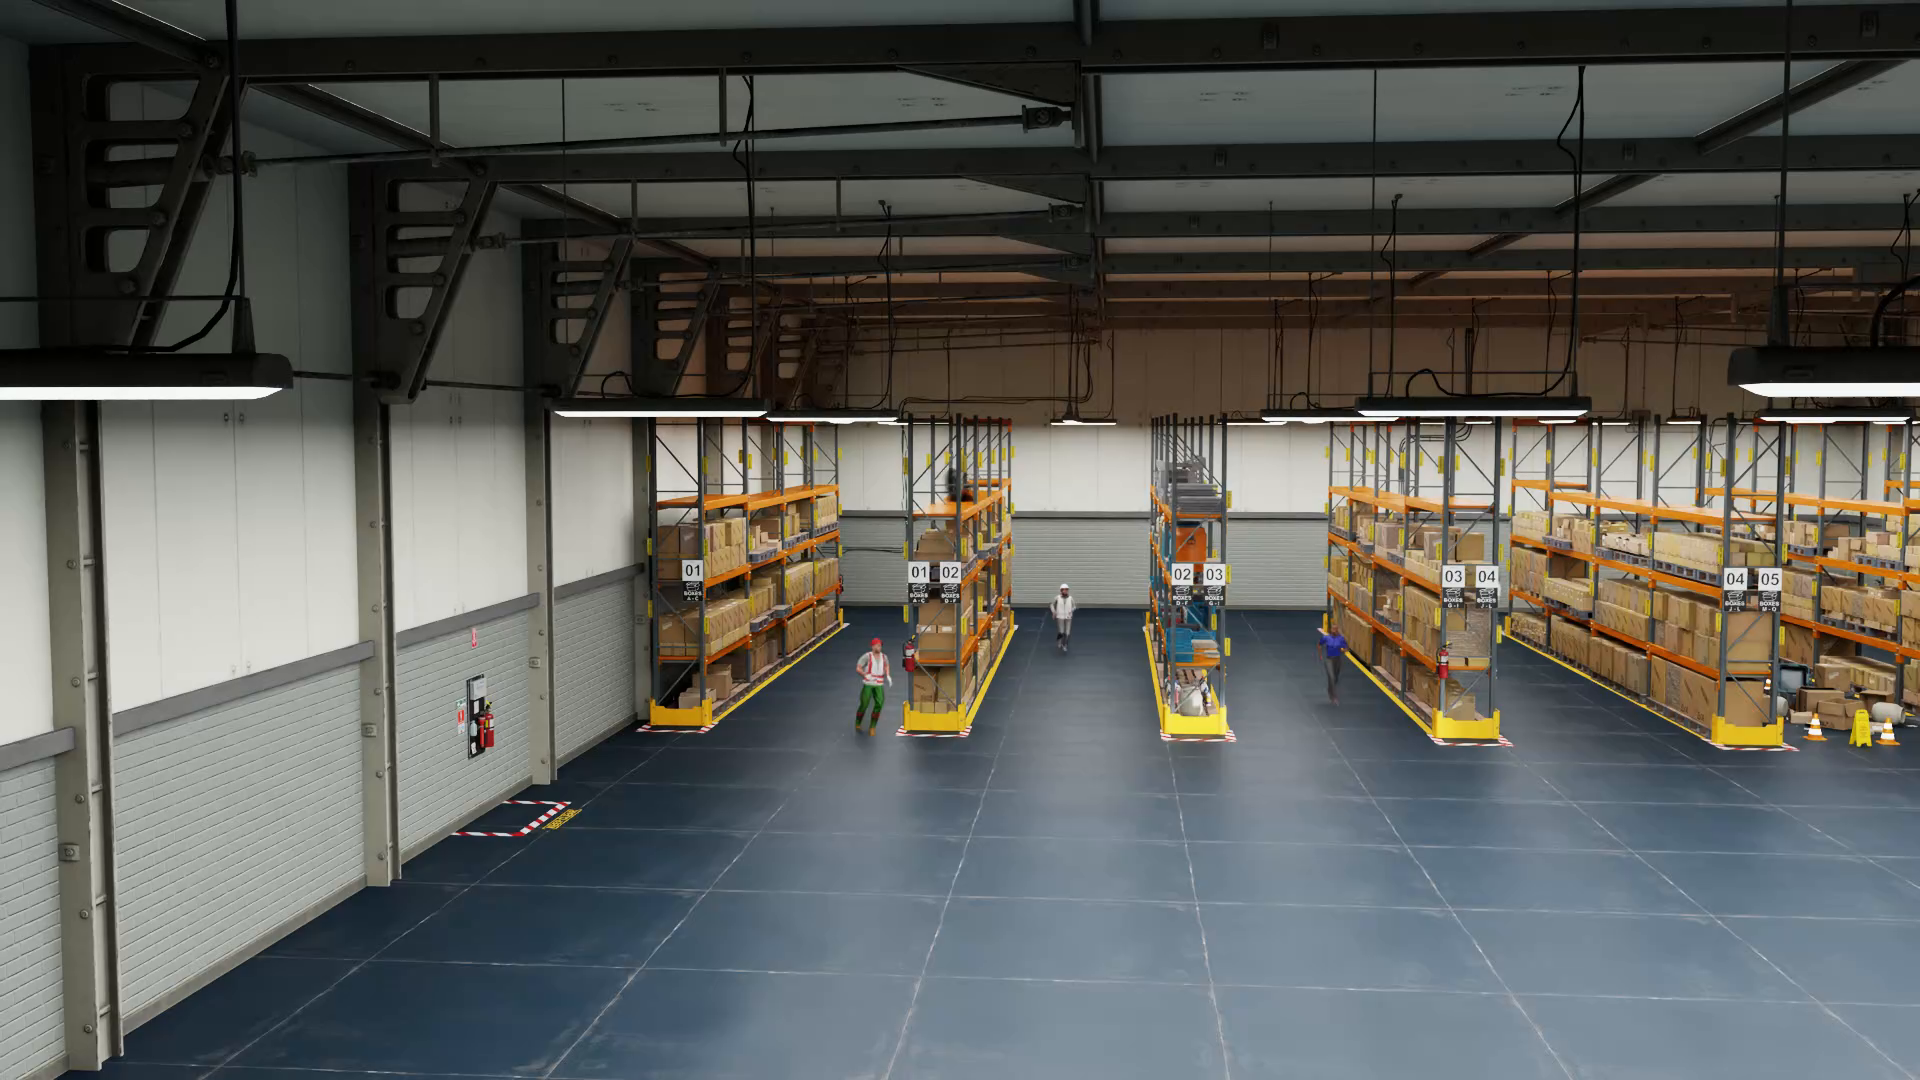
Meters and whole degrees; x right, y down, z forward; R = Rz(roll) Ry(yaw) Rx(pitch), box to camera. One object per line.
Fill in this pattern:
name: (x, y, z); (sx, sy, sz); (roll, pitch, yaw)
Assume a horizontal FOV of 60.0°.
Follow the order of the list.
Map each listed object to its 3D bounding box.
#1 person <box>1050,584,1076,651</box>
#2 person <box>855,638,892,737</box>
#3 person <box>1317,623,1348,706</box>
person: (2.663, 1.995, 42.515); (0.649, 1.728, 0.575); (0, 4, -6)
person: (-1.610, 2.741, 31.173); (0.730, 1.817, 0.656); (-2, 4, -24)
person: (7.740, 2.548, 34.508); (0.567, 1.661, 0.933); (0, 4, -5)
